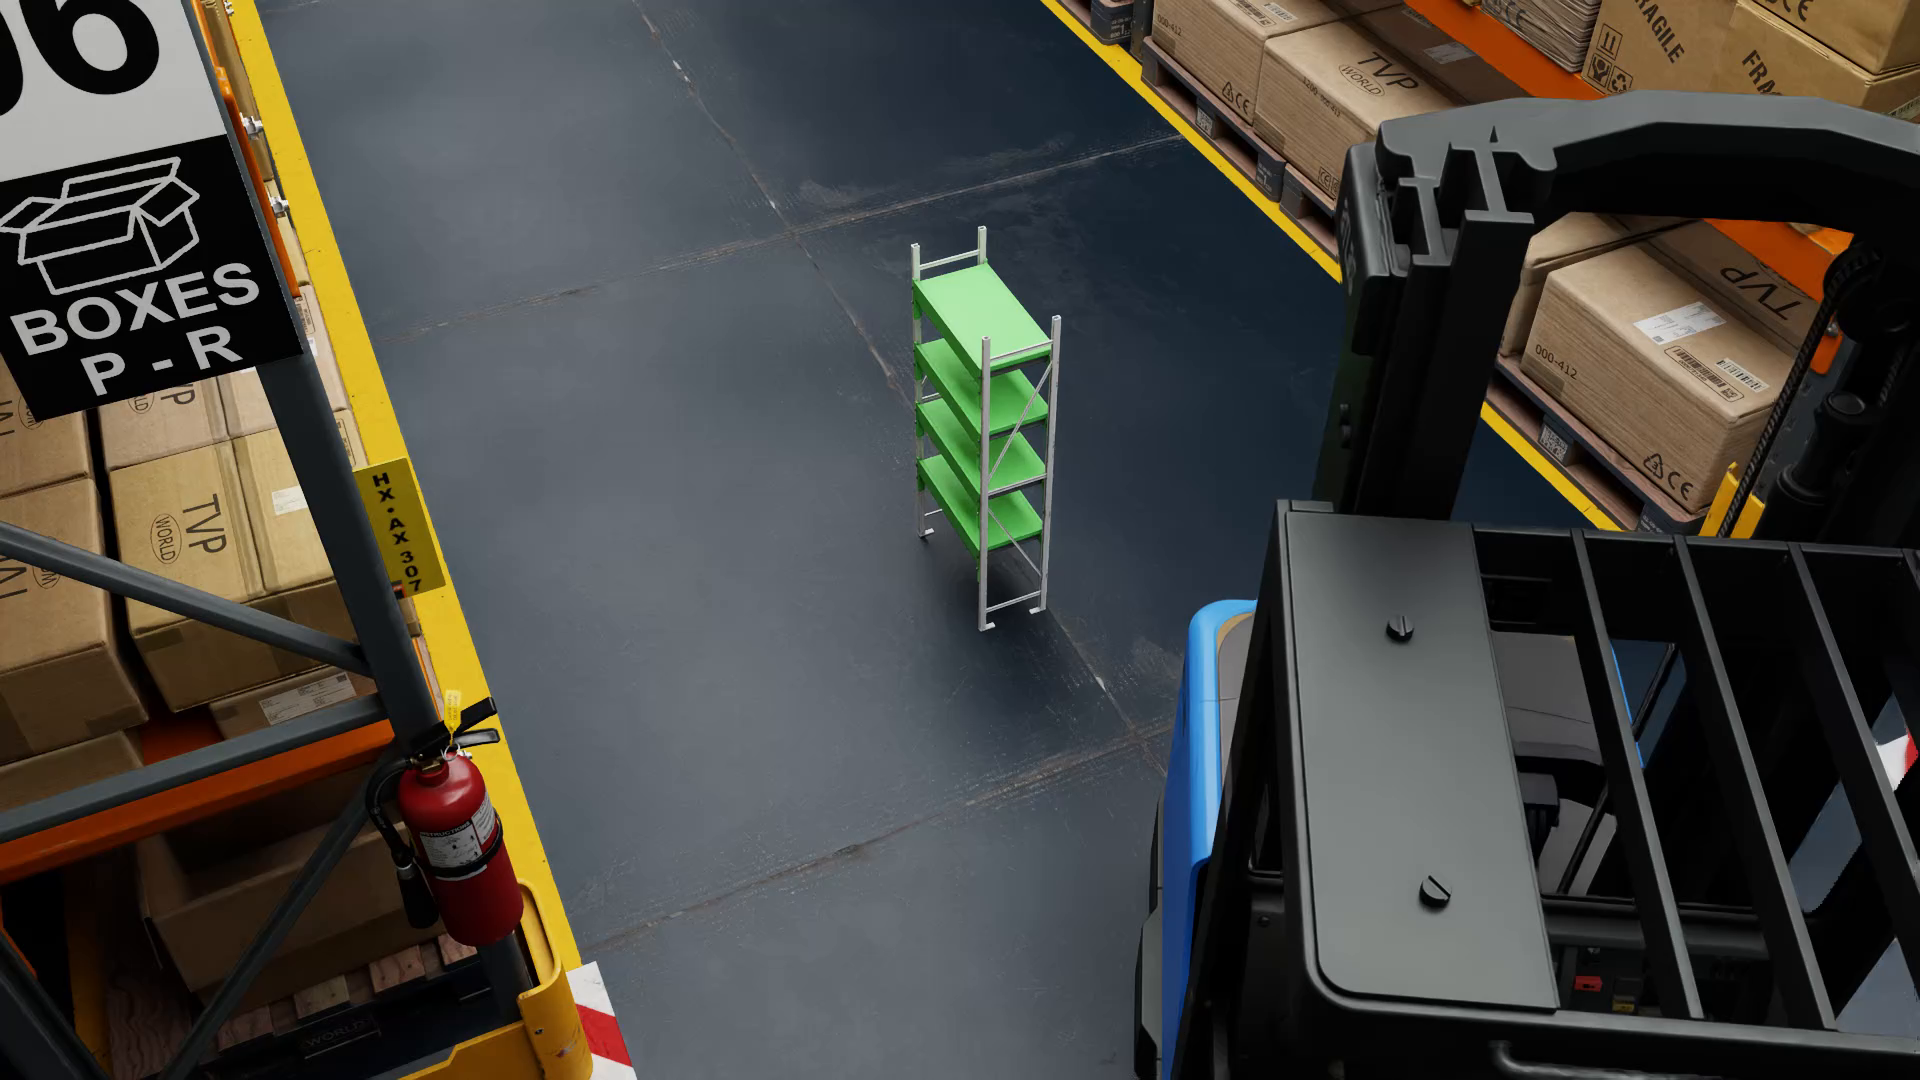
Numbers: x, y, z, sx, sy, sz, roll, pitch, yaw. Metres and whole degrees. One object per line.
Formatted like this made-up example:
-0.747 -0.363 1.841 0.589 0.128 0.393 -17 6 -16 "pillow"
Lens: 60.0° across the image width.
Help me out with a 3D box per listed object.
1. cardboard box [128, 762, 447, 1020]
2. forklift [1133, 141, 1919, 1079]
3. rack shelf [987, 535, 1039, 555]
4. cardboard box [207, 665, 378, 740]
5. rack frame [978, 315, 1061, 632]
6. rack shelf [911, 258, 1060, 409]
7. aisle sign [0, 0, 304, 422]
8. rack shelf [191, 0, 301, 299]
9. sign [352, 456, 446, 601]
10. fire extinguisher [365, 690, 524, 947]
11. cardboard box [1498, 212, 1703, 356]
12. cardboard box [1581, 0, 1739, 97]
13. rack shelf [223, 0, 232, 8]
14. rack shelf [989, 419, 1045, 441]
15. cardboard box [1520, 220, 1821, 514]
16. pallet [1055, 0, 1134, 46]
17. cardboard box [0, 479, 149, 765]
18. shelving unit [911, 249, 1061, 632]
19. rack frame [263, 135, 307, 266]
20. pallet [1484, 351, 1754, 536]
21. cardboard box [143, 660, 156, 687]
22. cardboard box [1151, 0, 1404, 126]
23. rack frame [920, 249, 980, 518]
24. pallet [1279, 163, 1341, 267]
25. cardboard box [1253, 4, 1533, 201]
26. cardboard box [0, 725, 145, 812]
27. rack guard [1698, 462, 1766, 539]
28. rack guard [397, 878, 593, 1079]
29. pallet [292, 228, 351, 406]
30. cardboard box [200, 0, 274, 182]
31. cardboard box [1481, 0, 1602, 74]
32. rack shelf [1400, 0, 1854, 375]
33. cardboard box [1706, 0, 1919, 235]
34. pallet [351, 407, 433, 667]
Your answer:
-1.680 0.774 4.309 0.797 0.503 0.637 -20 48 -19 "cardboard box"
4.067 -0.332 4.063 7.029 2.843 7.237 4 45 4 "forklift"
0.070 -0.126 5.415 0.199 0.029 0.442 -18 47 -17 "rack shelf"
-1.398 0.251 3.539 0.380 0.149 0.250 -18 48 -18 "cardboard box"
0.172 -0.166 5.064 0.240 1.200 0.015 -18 47 -17 "rack frame"
0.070 -0.618 4.929 0.258 0.148 0.480 -18 47 -17 "rack shelf"
-1.213 -0.516 2.287 0.394 0.787 0.004 -18 47 -17 "aisle sign"
-2.349 -1.634 3.647 1.077 0.370 4.000 -18 47 -17 "rack shelf"
-1.016 -0.016 3.014 0.100 0.325 0.005 -18 47 -17 "sign"
-1.027 0.570 3.358 0.296 0.674 0.183 -18 47 -17 "fire extinguisher"
2.233 -1.225 6.381 0.875 0.438 0.875 -17 47 -16 "cardboard box"
2.353 -1.605 5.170 0.500 0.500 0.500 -19 48 -18 "cardboard box"
-4.031 -3.115 7.284 1.077 0.370 4.000 -18 47 -17 "rack shelf"
0.070 -0.467 5.078 0.199 0.029 0.442 -18 47 -17 "rack shelf"
2.625 -0.645 5.793 0.875 0.438 0.875 -20 48 -19 "cardboard box"
0.919 -3.042 8.683 1.003 0.211 1.213 -18 47 -17 "pallet"
-1.943 0.185 3.322 0.500 0.250 0.500 -17 47 -16 "cardboard box"
4.177 -4.790 9.751 13.061 1.200 8.595 -18 47 -17 "shelving unit"
-3.190 -2.097 5.739 1.000 3.000 0.127 -18 47 -17 "rack frame"
2.586 -0.510 6.116 1.003 0.211 1.213 -18 47 -17 "pallet"
-1.942 0.230 3.560 0.380 0.149 0.250 -17 47 -16 "cardboard box"
1.478 -2.371 7.542 0.875 0.438 0.875 -19 48 -18 "cardboard box"
-0.034 -0.477 5.379 0.228 1.046 0.006 -18 47 -17 "rack frame"
2.077 -1.286 6.903 1.003 0.211 1.213 -18 47 -17 "pallet"
1.855 -1.800 6.964 0.875 0.438 0.875 -19 48 -19 "cardboard box"
-1.891 0.410 3.378 0.380 0.149 0.250 -19 48 -18 "cardboard box"
3.004 -0.111 5.506 1.175 0.500 0.348 -18 47 -17 "rack guard"
-1.540 1.294 4.083 1.175 0.500 0.348 -18 47 -17 "rack guard"
-2.903 -0.666 6.275 1.003 0.211 1.213 -18 47 -17 "pallet"
-2.086 -1.192 4.183 0.500 0.500 0.500 -17 47 -16 "cardboard box"
2.128 -1.930 5.499 0.500 0.500 0.500 -17 47 -16 "cardboard box"
2.153 -2.034 6.188 1.077 0.370 4.000 -18 47 -17 "rack shelf"
2.551 -1.281 4.841 0.500 0.500 0.500 -18 47 -17 "cardboard box"
-2.386 0.112 5.486 1.003 0.211 1.213 -18 47 -17 "pallet"
